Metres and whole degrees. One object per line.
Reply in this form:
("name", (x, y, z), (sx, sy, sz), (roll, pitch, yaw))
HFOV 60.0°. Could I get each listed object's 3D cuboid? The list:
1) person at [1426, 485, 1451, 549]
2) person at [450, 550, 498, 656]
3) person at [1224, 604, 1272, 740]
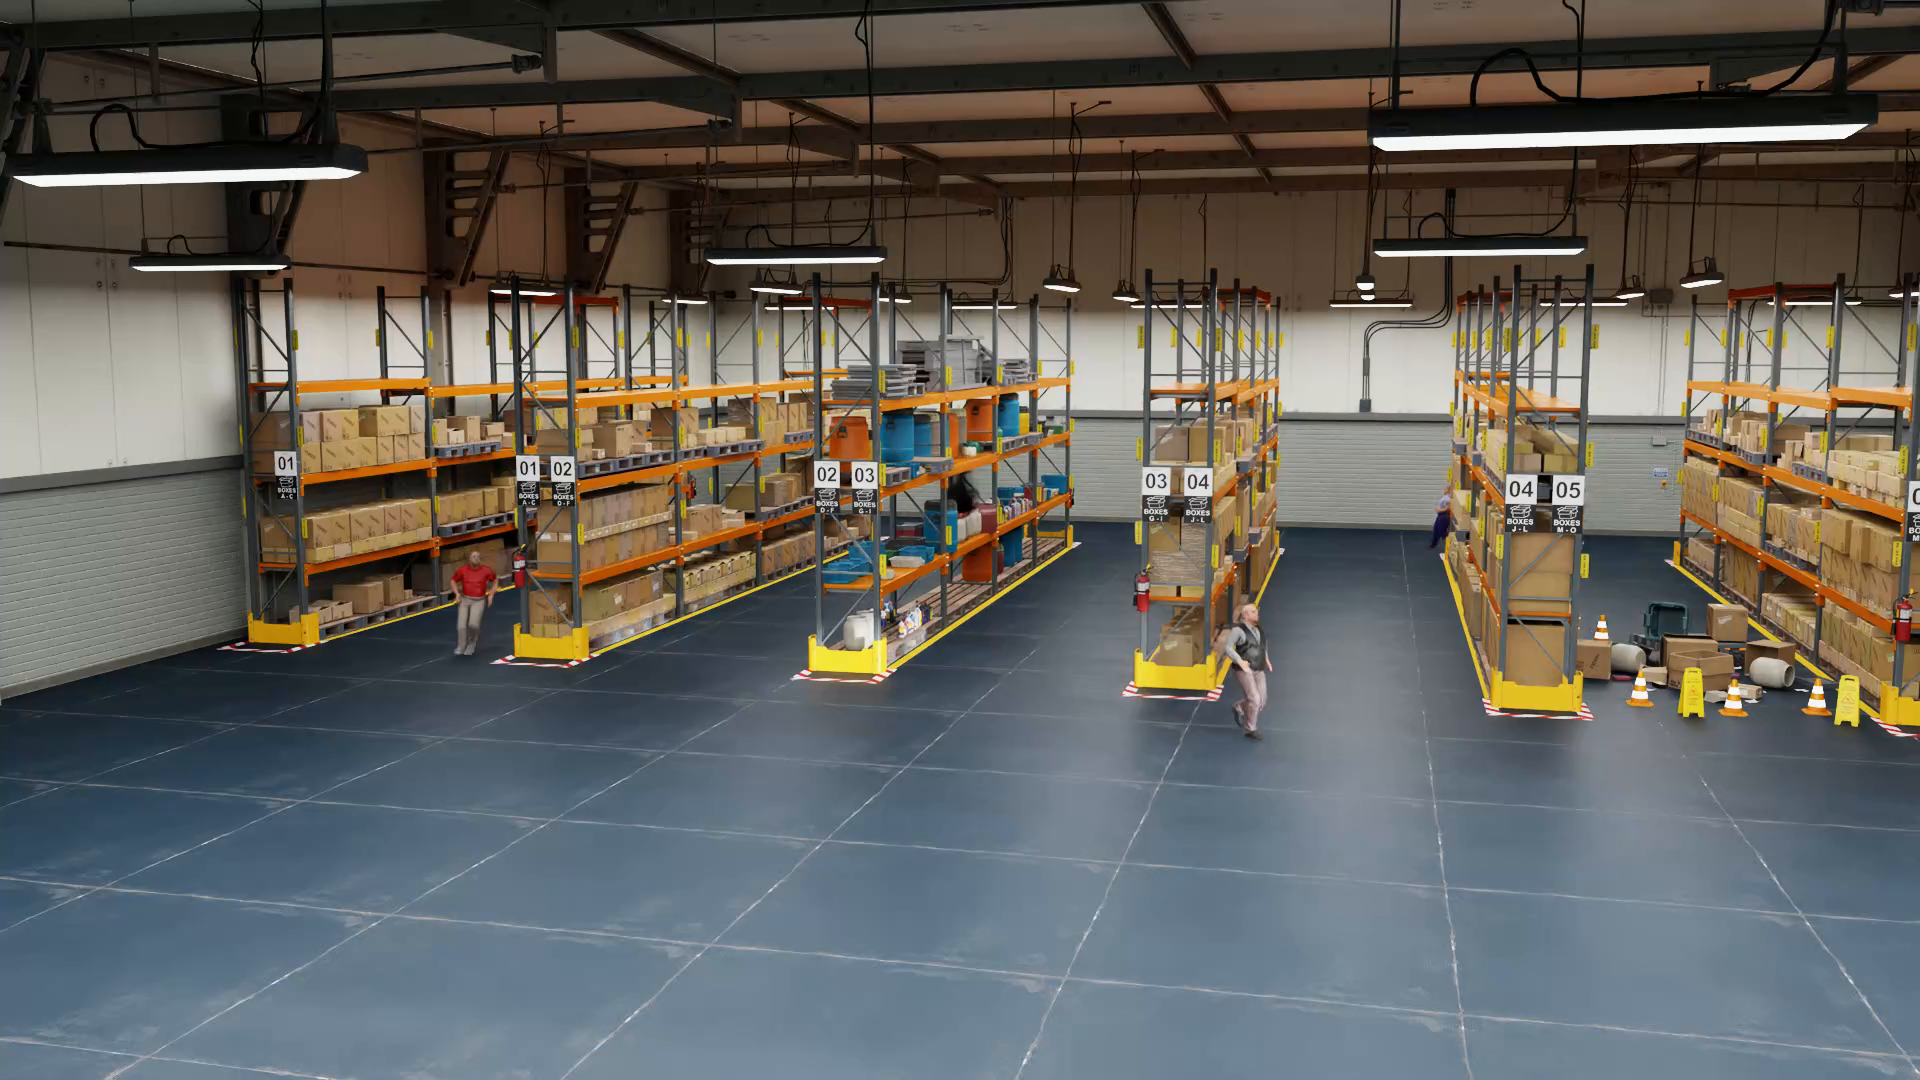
("person", (11.466, -0.524, 39.580), (0.746, 1.609, 0.748), (3, 7, 21))
("person", (-7.741, 1.010, 26.461), (0.721, 1.693, 0.611), (-1, 7, -6))
("person", (3.615, 1.647, 21.035), (0.682, 1.690, 0.648), (-5, 8, -36))
